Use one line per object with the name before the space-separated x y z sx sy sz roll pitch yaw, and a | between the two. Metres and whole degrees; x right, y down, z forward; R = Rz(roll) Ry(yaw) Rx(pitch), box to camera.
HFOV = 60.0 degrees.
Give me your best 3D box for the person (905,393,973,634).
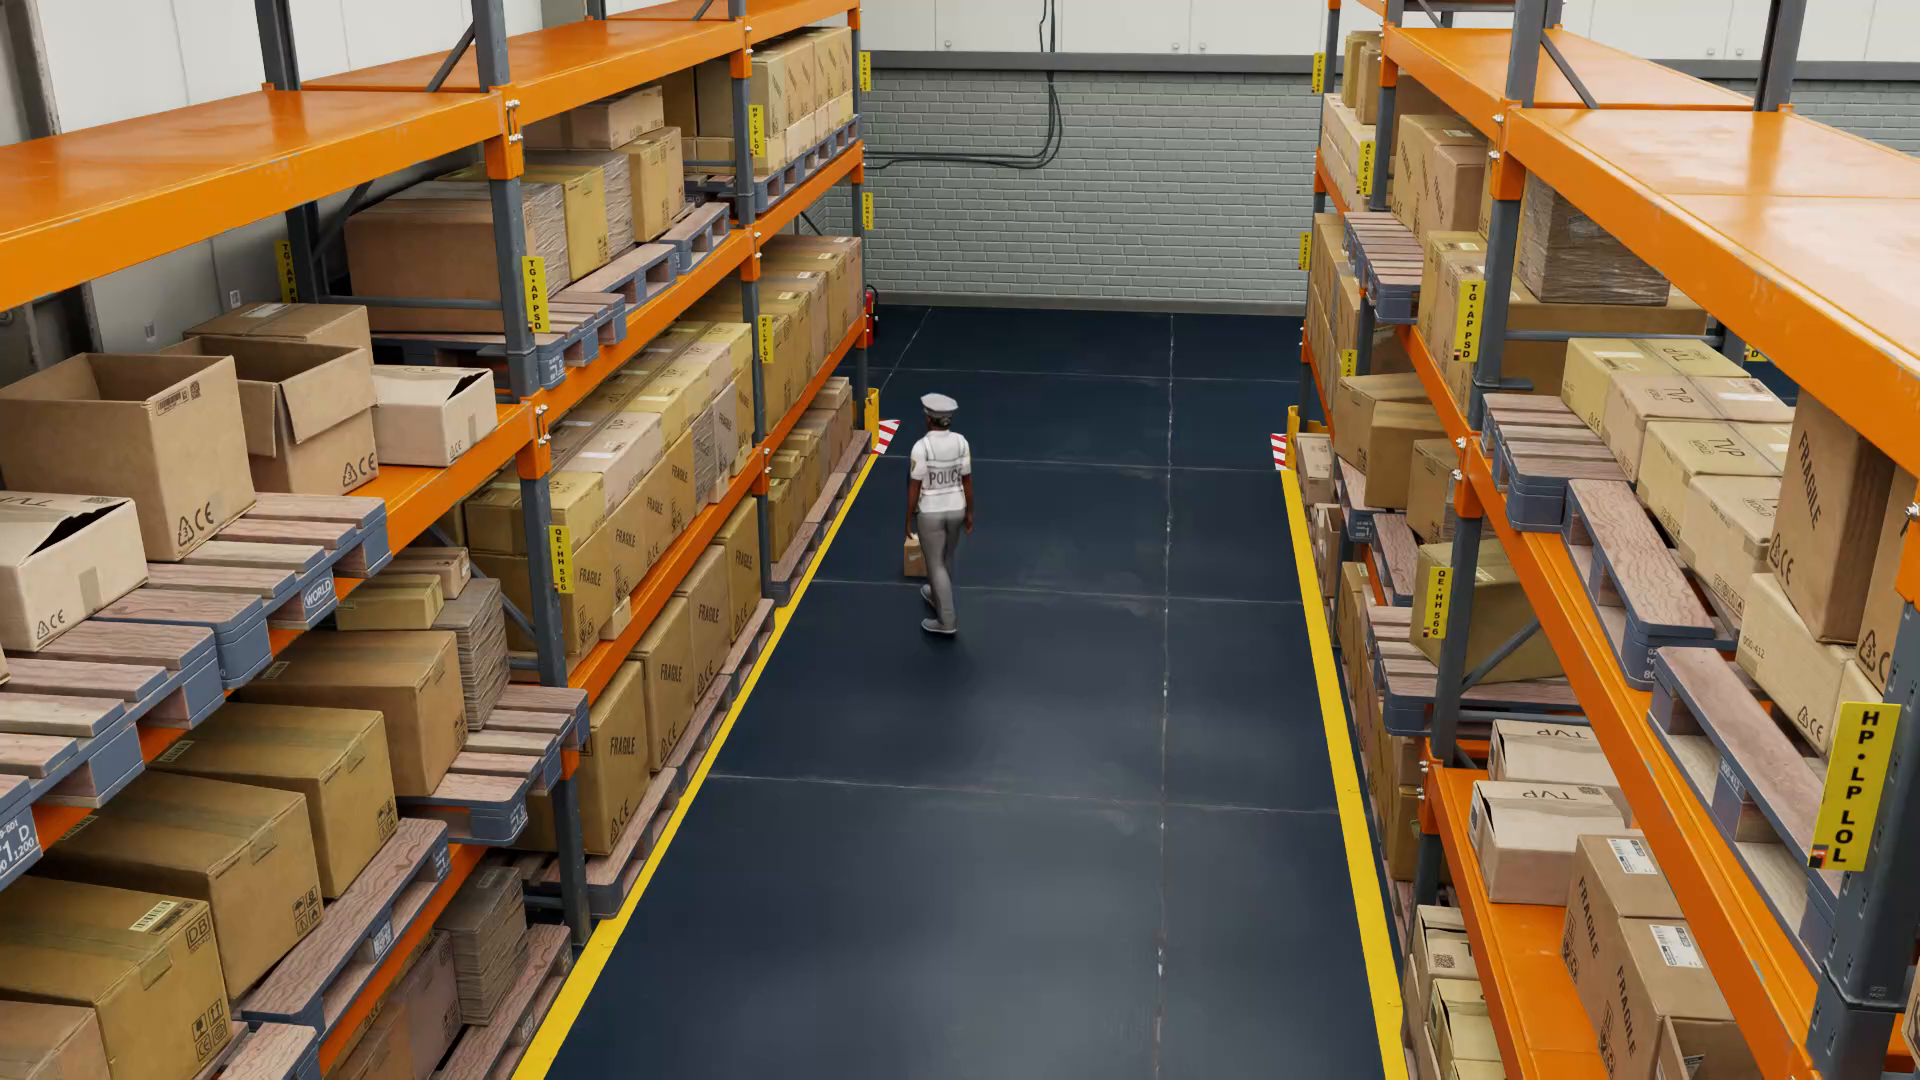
person | -0.201 -0.210 11.592 0.471 1.654 0.711 -13 25 -30
